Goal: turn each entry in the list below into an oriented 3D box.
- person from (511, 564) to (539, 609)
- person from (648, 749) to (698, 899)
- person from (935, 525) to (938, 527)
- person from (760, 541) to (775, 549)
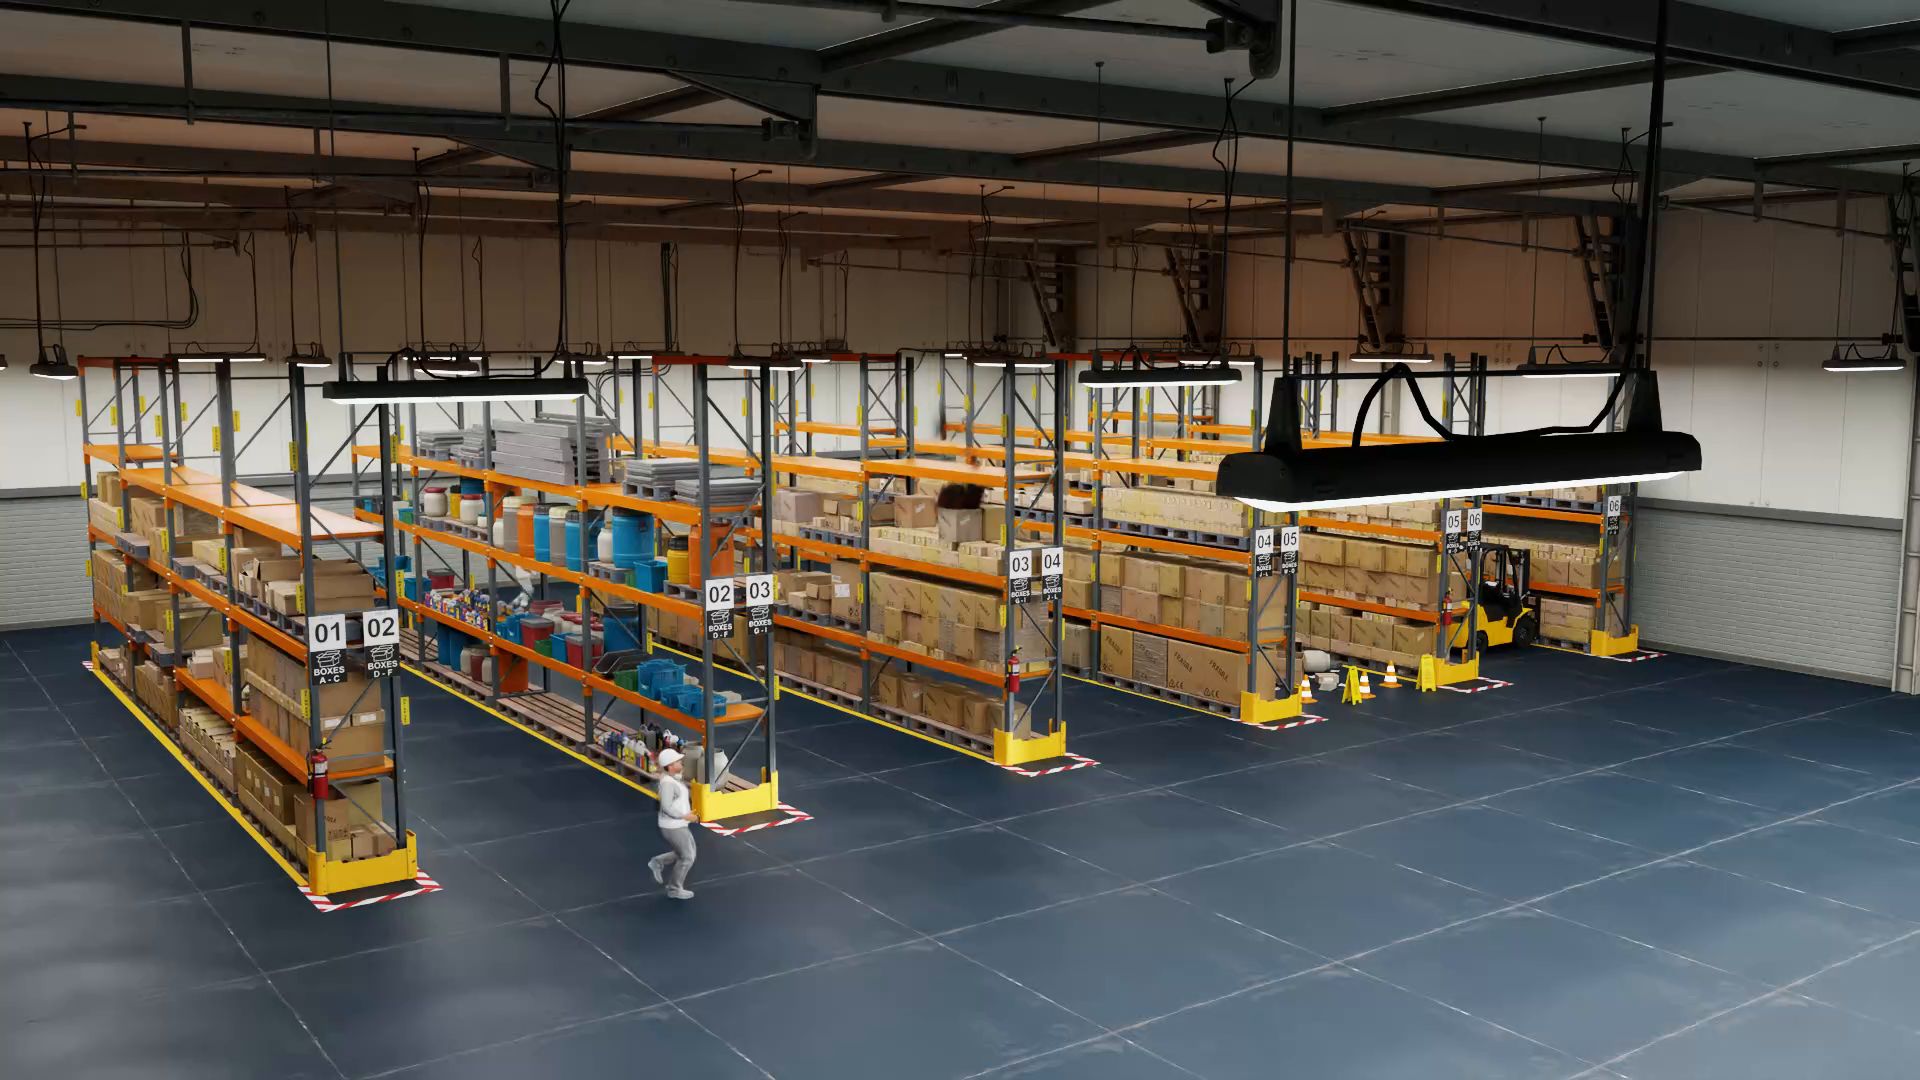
[{"bbox_3d":[-9.951,0.858,37.976,0.591,1.748,0.674,-4,8,-28],"label":"person"},{"bbox_3d":[-3.252,3.211,18.799,0.585,1.731,0.624,-1,7,-8],"label":"person"},{"bbox_3d":[-0.791,0.122,44.614,0.653,1.601,0.586,-7,10,-44],"label":"person"},{"bbox_3d":[-4.839,0.424,41.985,0.606,1.659,0.537,2,7,16],"label":"person"}]
